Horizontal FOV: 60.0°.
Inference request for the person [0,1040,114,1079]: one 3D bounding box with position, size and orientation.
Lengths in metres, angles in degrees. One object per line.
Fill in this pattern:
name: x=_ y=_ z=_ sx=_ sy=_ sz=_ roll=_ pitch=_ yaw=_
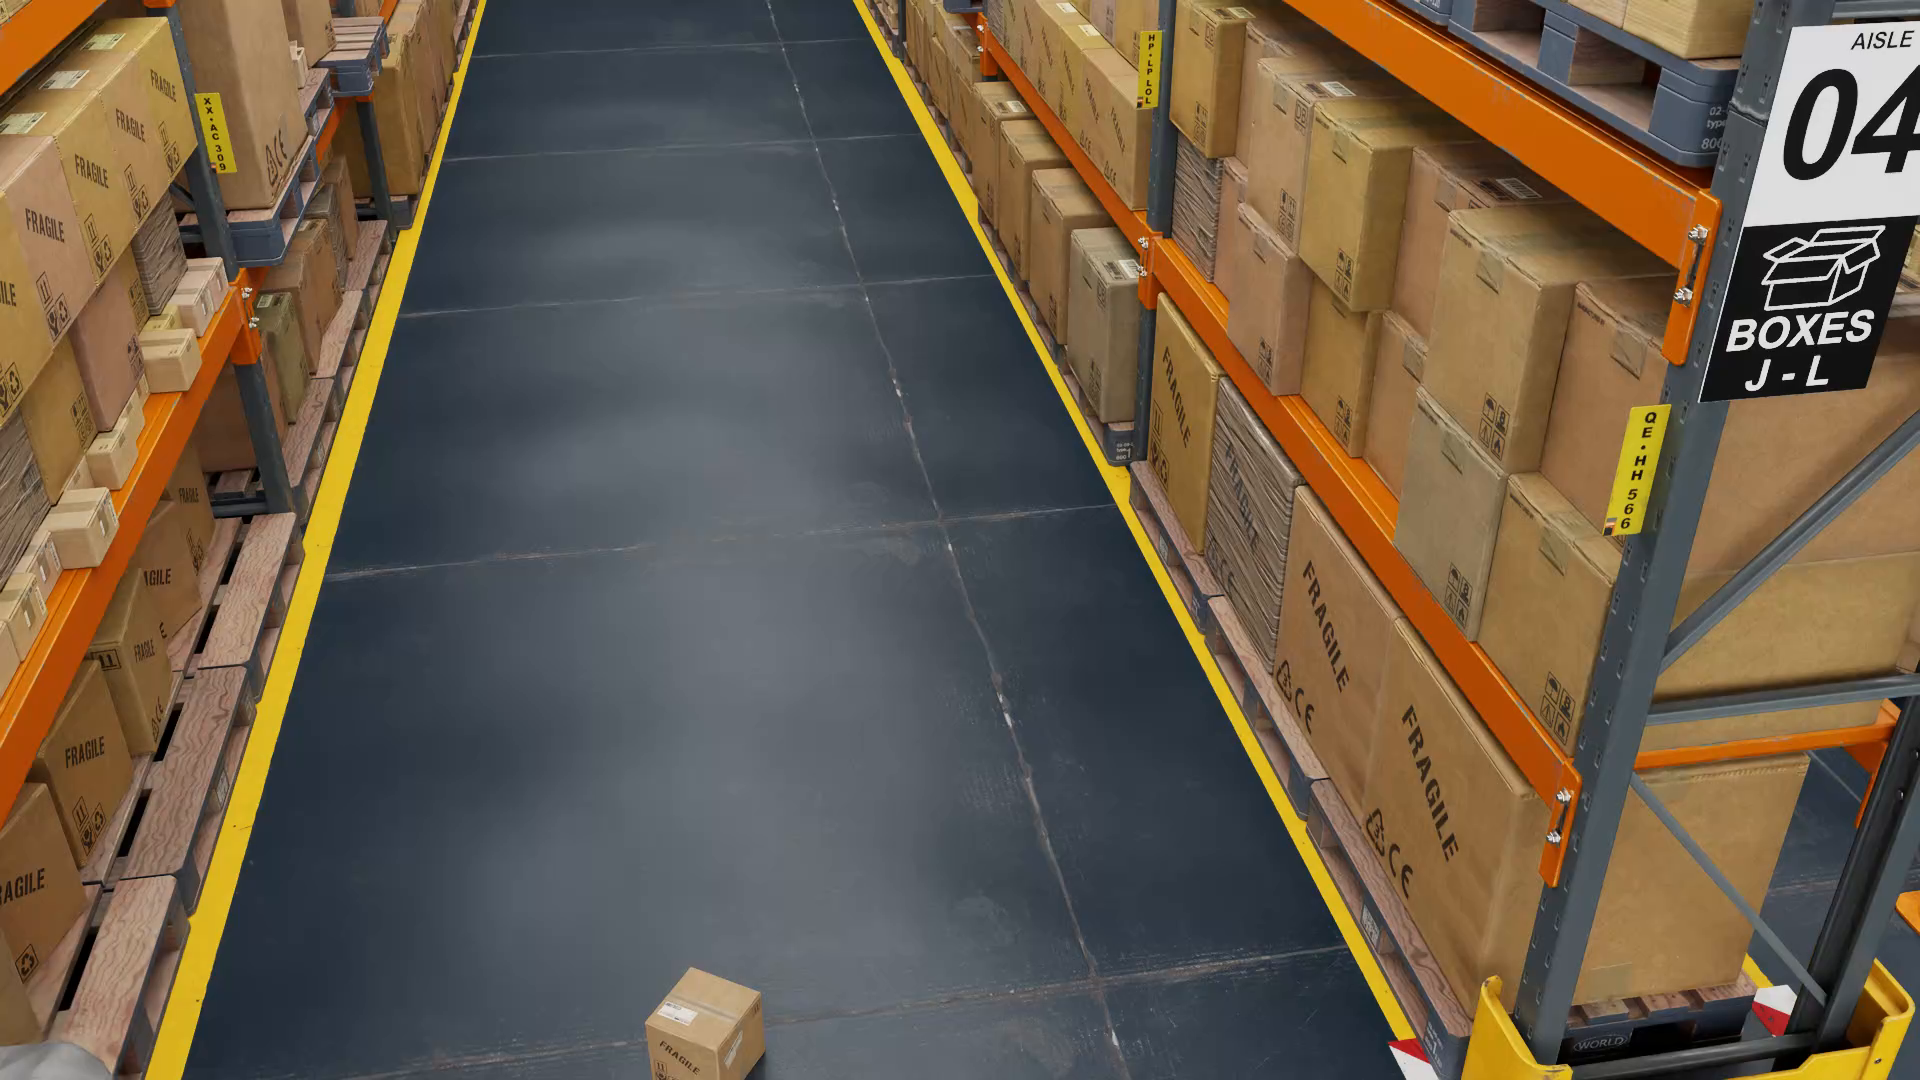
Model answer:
person: x=-1.757 y=1.686 z=3.257 sx=0.526 sy=1.637 sz=0.986 roll=14 pitch=33 yaw=22
